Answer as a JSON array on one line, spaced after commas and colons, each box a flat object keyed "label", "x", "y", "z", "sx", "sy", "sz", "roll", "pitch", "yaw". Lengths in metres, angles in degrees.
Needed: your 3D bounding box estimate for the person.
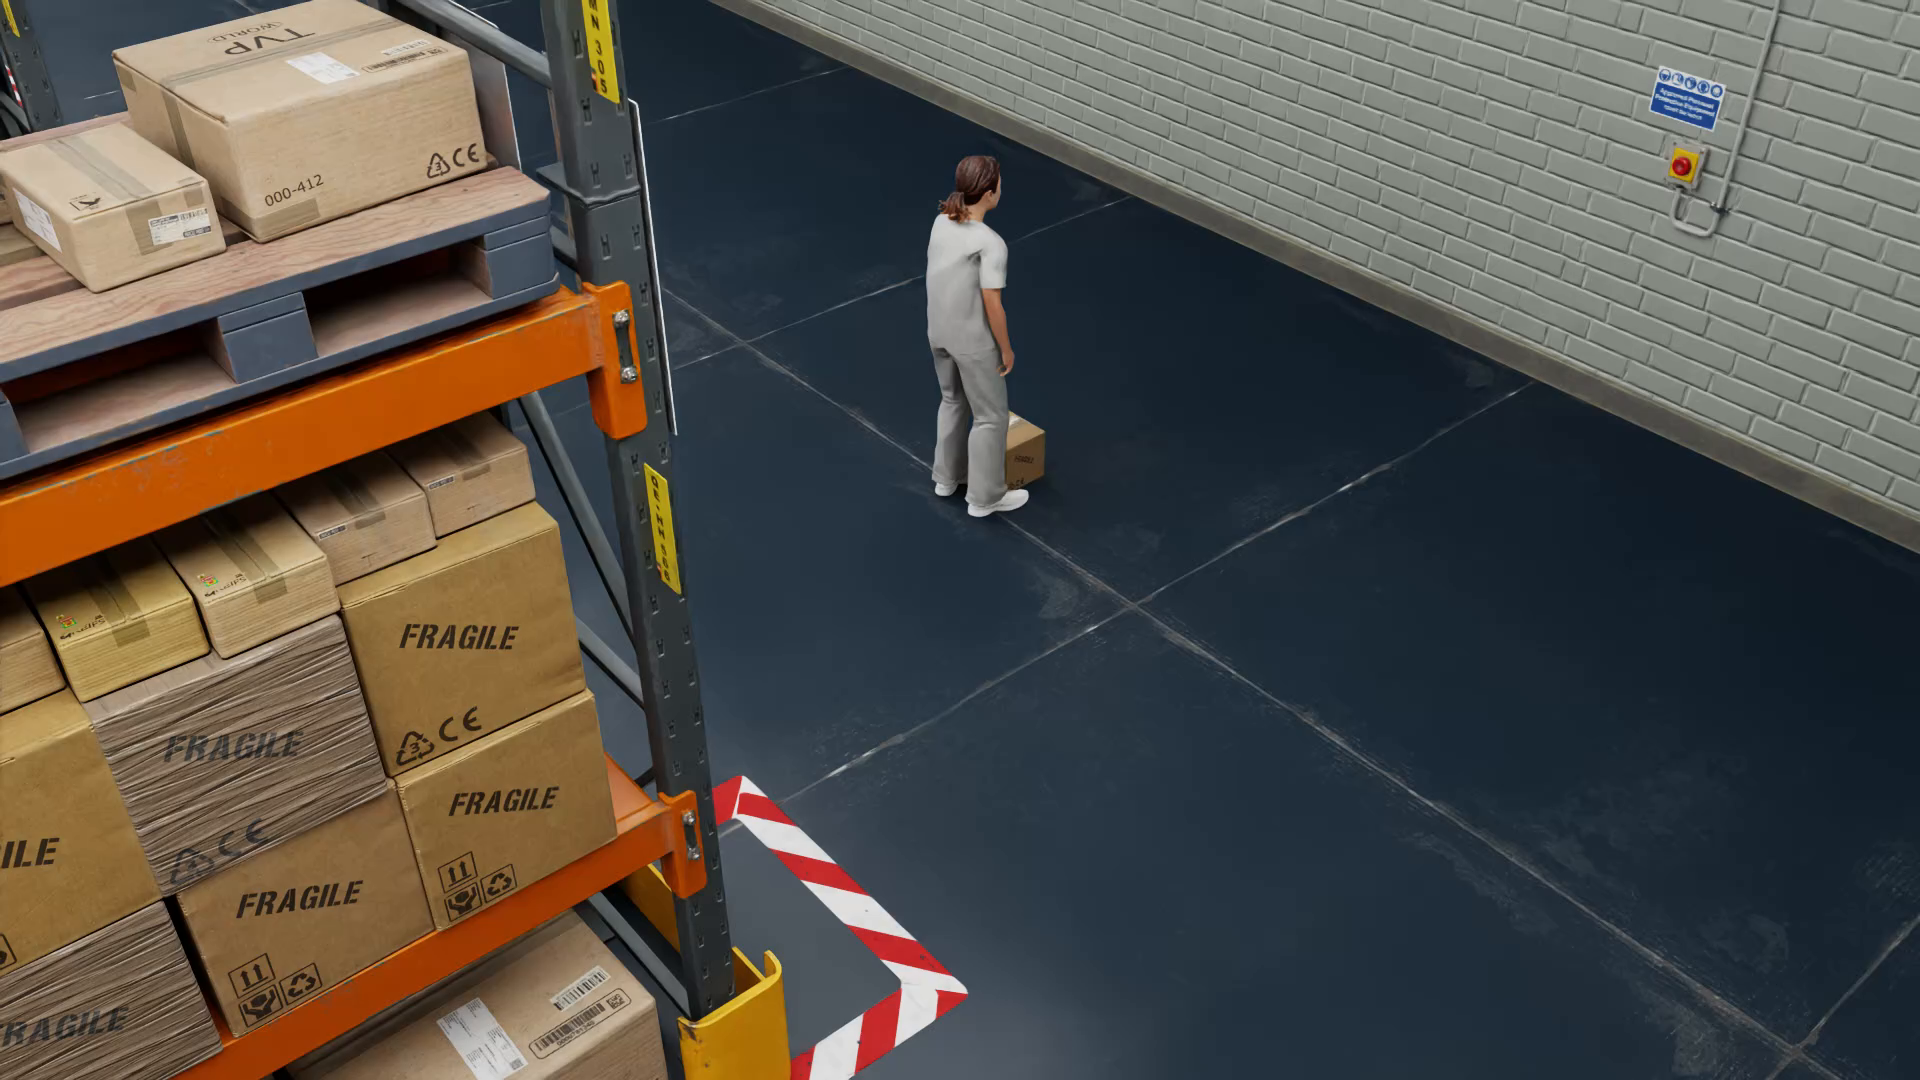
[{"label": "person", "x": 0.047, "y": -0.895, "z": 7.379, "sx": 0.353, "sy": 1.673, "sz": 0.492, "roll": -27, "pitch": 44, "yaw": -32}]
